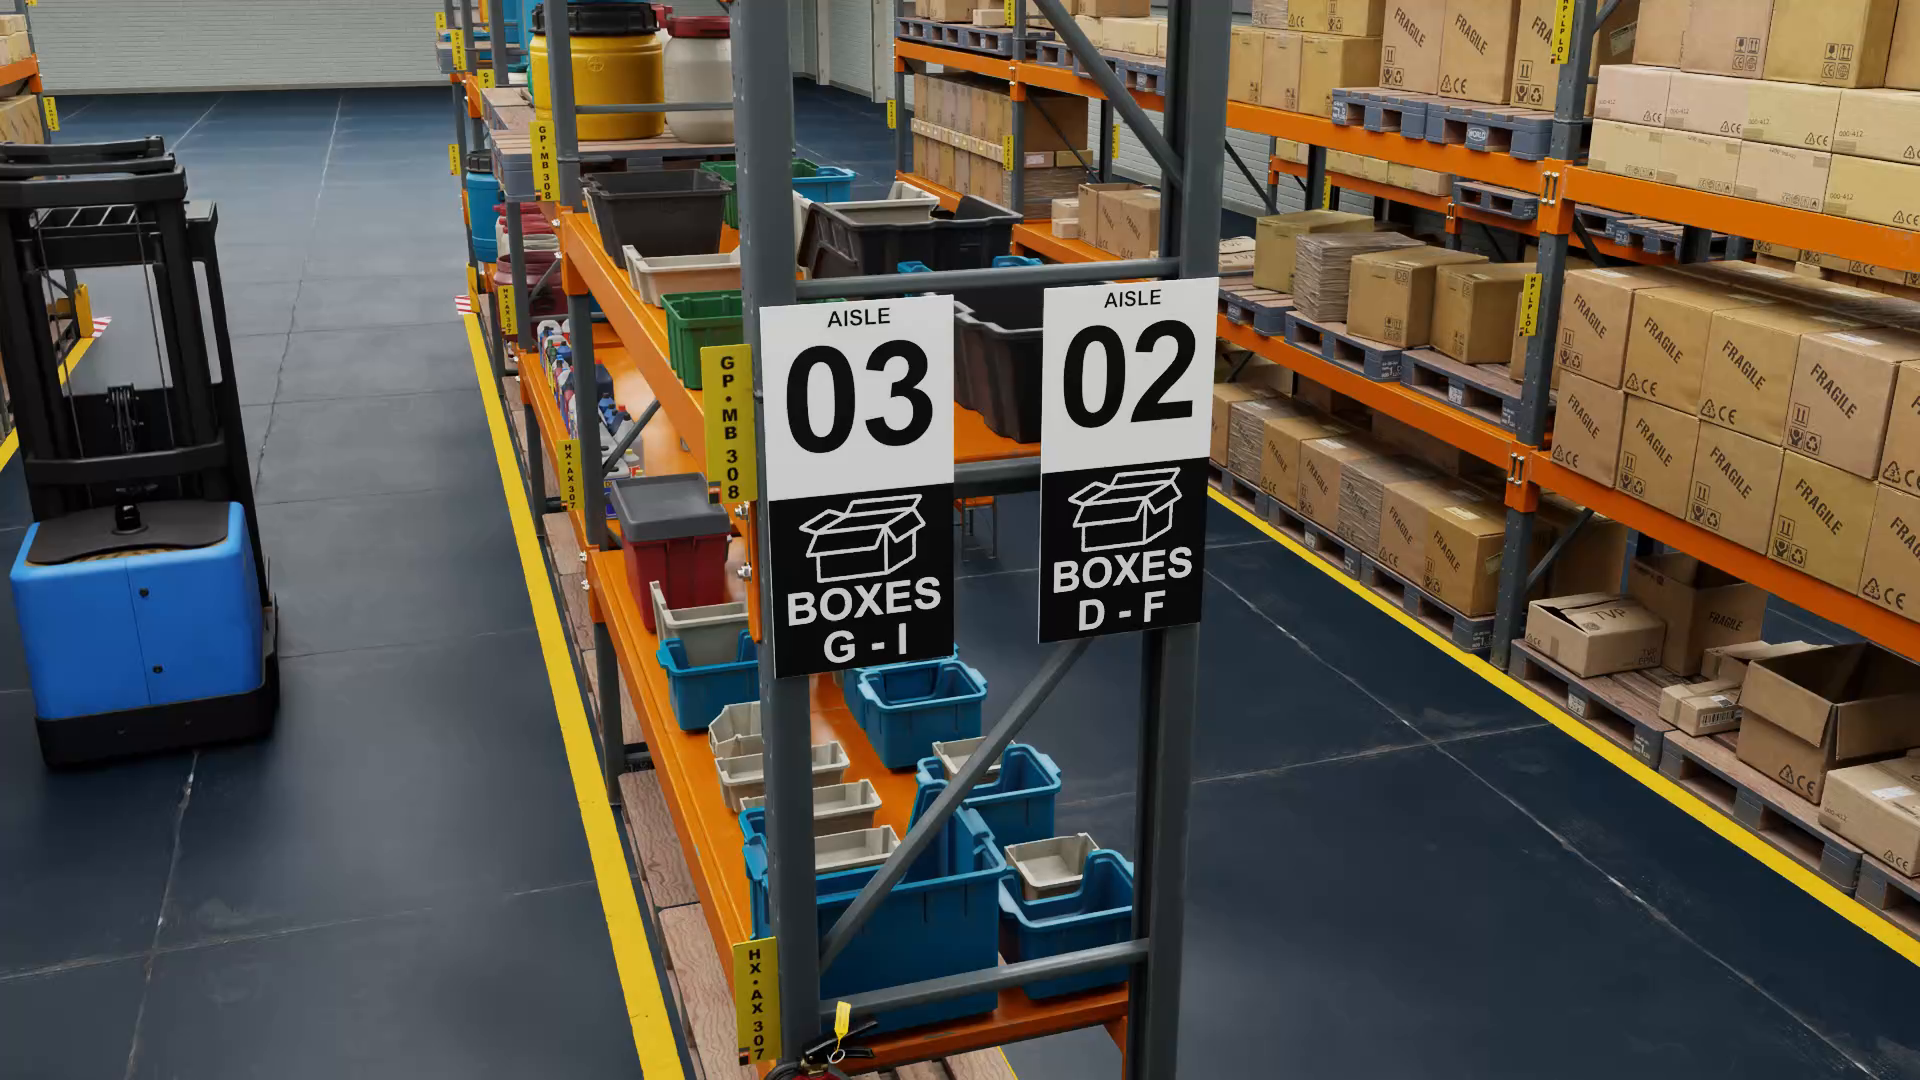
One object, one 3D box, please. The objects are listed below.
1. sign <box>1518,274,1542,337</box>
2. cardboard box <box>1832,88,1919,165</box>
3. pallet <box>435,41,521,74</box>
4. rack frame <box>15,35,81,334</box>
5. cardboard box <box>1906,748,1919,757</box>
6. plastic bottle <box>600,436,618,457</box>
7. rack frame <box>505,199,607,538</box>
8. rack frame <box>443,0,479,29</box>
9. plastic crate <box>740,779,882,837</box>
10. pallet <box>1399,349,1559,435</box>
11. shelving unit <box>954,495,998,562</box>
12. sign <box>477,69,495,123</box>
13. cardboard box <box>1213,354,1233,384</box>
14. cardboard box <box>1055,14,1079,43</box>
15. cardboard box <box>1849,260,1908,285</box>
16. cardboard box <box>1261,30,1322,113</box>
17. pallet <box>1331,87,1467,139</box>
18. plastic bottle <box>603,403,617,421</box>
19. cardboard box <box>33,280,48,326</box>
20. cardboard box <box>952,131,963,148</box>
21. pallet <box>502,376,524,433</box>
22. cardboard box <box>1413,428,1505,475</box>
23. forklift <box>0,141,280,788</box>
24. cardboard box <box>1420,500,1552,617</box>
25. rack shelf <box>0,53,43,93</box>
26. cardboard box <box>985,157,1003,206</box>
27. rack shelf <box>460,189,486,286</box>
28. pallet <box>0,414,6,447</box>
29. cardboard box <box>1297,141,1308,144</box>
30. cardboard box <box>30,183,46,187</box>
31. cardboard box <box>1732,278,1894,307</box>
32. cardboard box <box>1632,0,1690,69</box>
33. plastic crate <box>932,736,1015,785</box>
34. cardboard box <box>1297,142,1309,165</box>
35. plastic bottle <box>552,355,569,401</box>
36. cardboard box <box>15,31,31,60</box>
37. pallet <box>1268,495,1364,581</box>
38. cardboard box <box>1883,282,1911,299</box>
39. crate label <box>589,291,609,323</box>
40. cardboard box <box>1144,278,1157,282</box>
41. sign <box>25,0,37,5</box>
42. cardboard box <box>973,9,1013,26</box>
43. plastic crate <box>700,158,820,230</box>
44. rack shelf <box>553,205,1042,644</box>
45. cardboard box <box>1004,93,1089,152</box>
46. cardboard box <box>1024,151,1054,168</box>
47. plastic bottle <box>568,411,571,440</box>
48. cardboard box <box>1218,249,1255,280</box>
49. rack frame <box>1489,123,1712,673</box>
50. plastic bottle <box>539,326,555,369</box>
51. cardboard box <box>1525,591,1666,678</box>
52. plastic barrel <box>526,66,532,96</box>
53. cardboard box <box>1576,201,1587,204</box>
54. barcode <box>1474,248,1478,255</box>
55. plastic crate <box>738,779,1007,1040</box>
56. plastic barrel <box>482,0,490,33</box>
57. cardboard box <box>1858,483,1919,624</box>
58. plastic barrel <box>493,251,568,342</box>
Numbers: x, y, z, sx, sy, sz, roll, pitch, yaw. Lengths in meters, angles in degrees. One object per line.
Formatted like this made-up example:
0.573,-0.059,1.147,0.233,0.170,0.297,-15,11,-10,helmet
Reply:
2.975,-1.225,8.676,0.100,0.325,0.005,-6,21,-17,sign
3.881,-1.651,6.622,0.500,0.250,0.500,-6,21,-17,cardboard box
-4.036,-4.326,14.865,1.213,0.211,1.003,-6,21,-17,pallet
-9.676,-3.539,16.833,1.000,3.000,0.127,-6,21,-17,rack frame
4.543,1.105,7.319,0.500,0.250,0.500,-6,21,-17,cardboard box
-1.748,-0.366,8.181,0.152,0.276,0.135,-6,21,-17,plastic bottle
-2.460,-1.498,11.151,1.000,3.000,0.127,-6,21,-17,rack frame
-4.974,-6.889,17.284,1.000,3.000,0.127,-6,21,-17,rack frame
-0.451,0.828,4.976,0.396,0.136,0.243,-6,21,-17,plastic crate
3.354,-0.918,9.818,1.003,0.211,1.213,-6,21,-17,pallet
0.052,-0.512,11.066,0.258,1.200,0.503,-6,21,-17,shelving unit
-2.980,-2.800,10.492,0.100,0.325,0.005,-6,21,-17,sign
1.846,-1.333,13.307,0.500,0.311,0.500,-6,21,-16,cardboard box
1.171,-4.647,15.080,0.500,0.250,0.500,-4,20,-12,cardboard box
7.166,-2.236,12.587,0.500,0.500,0.500,-6,21,-17,cardboard box
2.573,-3.182,11.253,0.910,0.500,0.500,-6,21,-17,cardboard box
3.034,-2.612,10.093,1.213,0.211,1.003,-6,21,-17,pallet
-1.836,-0.588,8.806,0.097,0.271,0.097,0,20,0,plastic bottle
-9.496,-2.358,16.622,0.500,0.500,0.500,-3,20,-7,cardboard box
0.131,-4.301,17.846,0.380,0.149,0.250,-6,21,-17,cardboard box
-3.433,-1.222,14.506,1.003,0.211,1.213,-6,21,-17,pallet
3.266,-0.625,10.658,0.500,0.250,0.500,-6,21,-17,cardboard box
-4.450,-0.661,8.921,1.130,2.935,3.031,-7,21,-20,forklift
3.074,0.102,9.743,0.500,0.500,0.500,-7,21,-17,cardboard box
-9.047,-3.971,14.661,1.077,0.370,4.000,-6,21,-17,rack shelf
0.669,-3.664,17.033,0.700,0.500,0.500,-7,21,-18,cardboard box
-4.345,-3.085,16.633,1.077,0.370,4.000,-6,21,-17,rack shelf
-8.173,-0.694,13.036,1.003,0.211,1.213,-6,21,-17,pallet
4.442,-5.065,20.164,0.500,0.500,0.500,-6,21,-17,cardboard box
-9.258,-3.399,15.855,0.875,0.500,0.500,-6,21,-17,cardboard box
4.070,-0.959,8.021,0.500,0.500,0.500,-7,21,-18,cardboard box
3.690,-2.517,7.923,0.700,0.500,0.500,-6,21,-17,cardboard box
0.054,0.721,5.273,0.250,0.136,0.298,-6,21,-17,plastic crate
4.460,-4.702,20.261,0.500,0.250,0.500,-7,21,-19,cardboard box
-2.360,-0.959,9.840,0.097,0.271,0.097,0,20,0,plastic bottle
-9.283,-4.753,15.996,0.500,0.250,0.500,-6,21,-16,cardboard box
2.822,-0.077,11.318,1.003,0.211,1.213,-6,21,-17,pallet
7.260,-1.902,12.616,0.380,0.149,0.250,-6,21,-16,cardboard box
-2.515,-1.863,12.112,0.502,0.435,0.616,-6,21,-17,crate label
1.699,-2.165,13.377,0.380,0.149,0.250,-6,21,-17,cardboard box
-9.143,-5.420,16.323,0.100,0.325,0.005,-6,21,-17,sign
0.348,-5.222,16.624,0.380,0.149,0.250,-6,21,-17,cardboard box
-0.782,-1.423,6.817,0.450,0.188,0.662,-6,21,-17,plastic crate
-0.574,-0.646,5.405,1.077,0.370,4.000,-6,21,-17,rack shelf
0.841,-4.106,16.345,0.700,0.500,0.500,-6,21,-17,cardboard box
0.698,-3.724,16.239,0.380,0.149,0.250,-6,21,-17,cardboard box
-2.084,-0.644,9.067,0.097,0.201,0.097,0,20,0,plastic bottle
2.171,-2.103,12.966,0.500,0.311,0.500,-5,20,-14,cardboard box
3.501,-0.740,9.039,1.000,3.000,0.127,-6,21,-17,rack frame
-2.620,-1.225,10.579,0.097,0.271,0.097,0,20,0,plastic bottle
3.428,0.476,8.980,0.500,0.311,0.500,-6,21,-17,cardboard box
-2.345,-2.670,9.584,0.294,0.245,0.294,0,20,0,plastic barrel
6.221,-3.534,16.019,0.700,0.500,0.500,-4,20,-10,cardboard box
5.746,-3.215,18.503,0.001,0.075,0.075,-6,21,-17,barcode
-0.228,0.936,4.231,0.616,0.435,0.499,-6,21,-17,plastic crate
-4.495,-5.411,16.707,0.600,0.588,0.600,0,20,0,plastic barrel
4.041,0.055,6.678,0.500,0.500,0.500,-6,21,-17,cardboard box
-2.893,-1.679,11.453,0.600,0.536,0.708,-6,21,-17,plastic barrel
